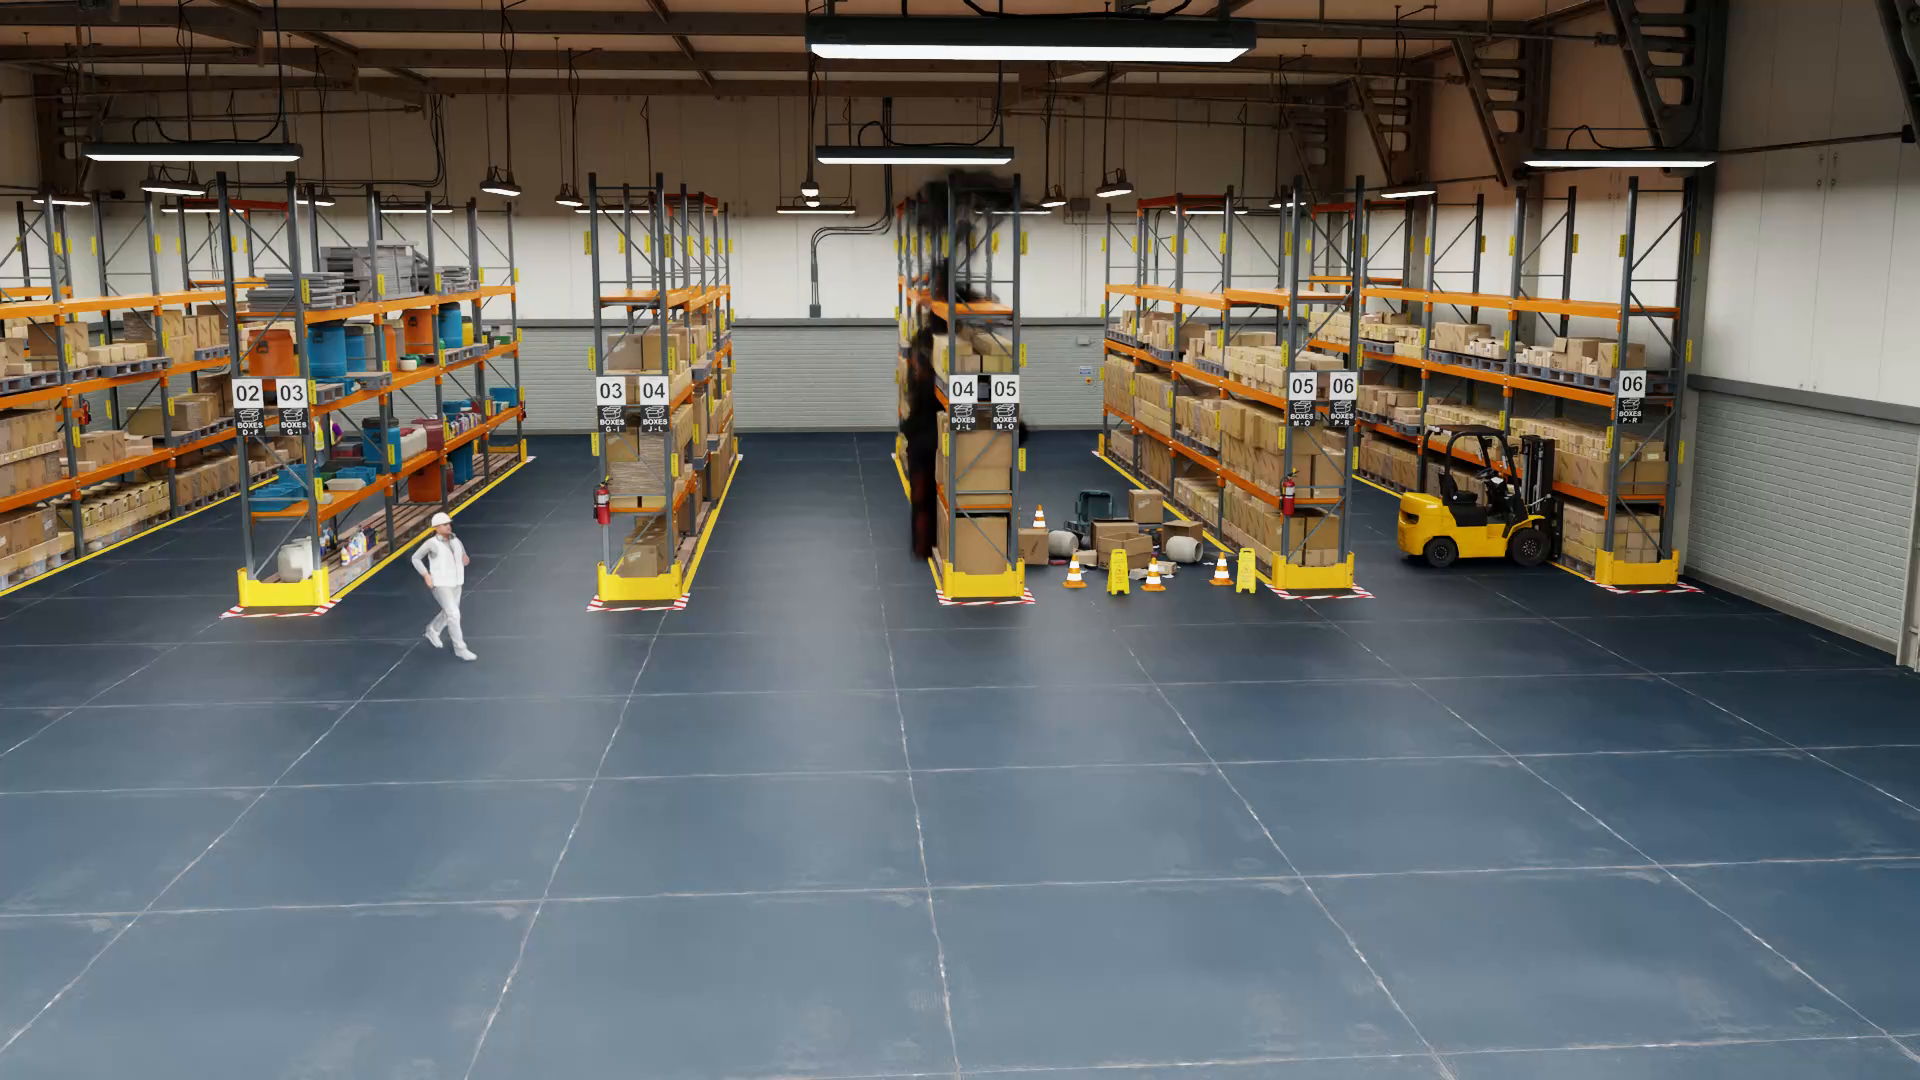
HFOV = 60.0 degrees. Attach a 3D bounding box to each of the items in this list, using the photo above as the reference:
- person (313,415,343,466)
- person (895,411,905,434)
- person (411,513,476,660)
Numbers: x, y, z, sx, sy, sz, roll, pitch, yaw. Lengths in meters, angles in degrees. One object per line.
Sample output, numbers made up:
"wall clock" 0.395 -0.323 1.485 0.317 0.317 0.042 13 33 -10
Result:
"person" -13.112 -1.902 34.361 0.701 1.654 0.616 -3 10 -16
"person" -1.311 -2.972 40.696 0.535 1.660 0.659 -2 10 -14
"person" -6.288 0.542 20.384 0.936 1.768 0.651 5 11 27
